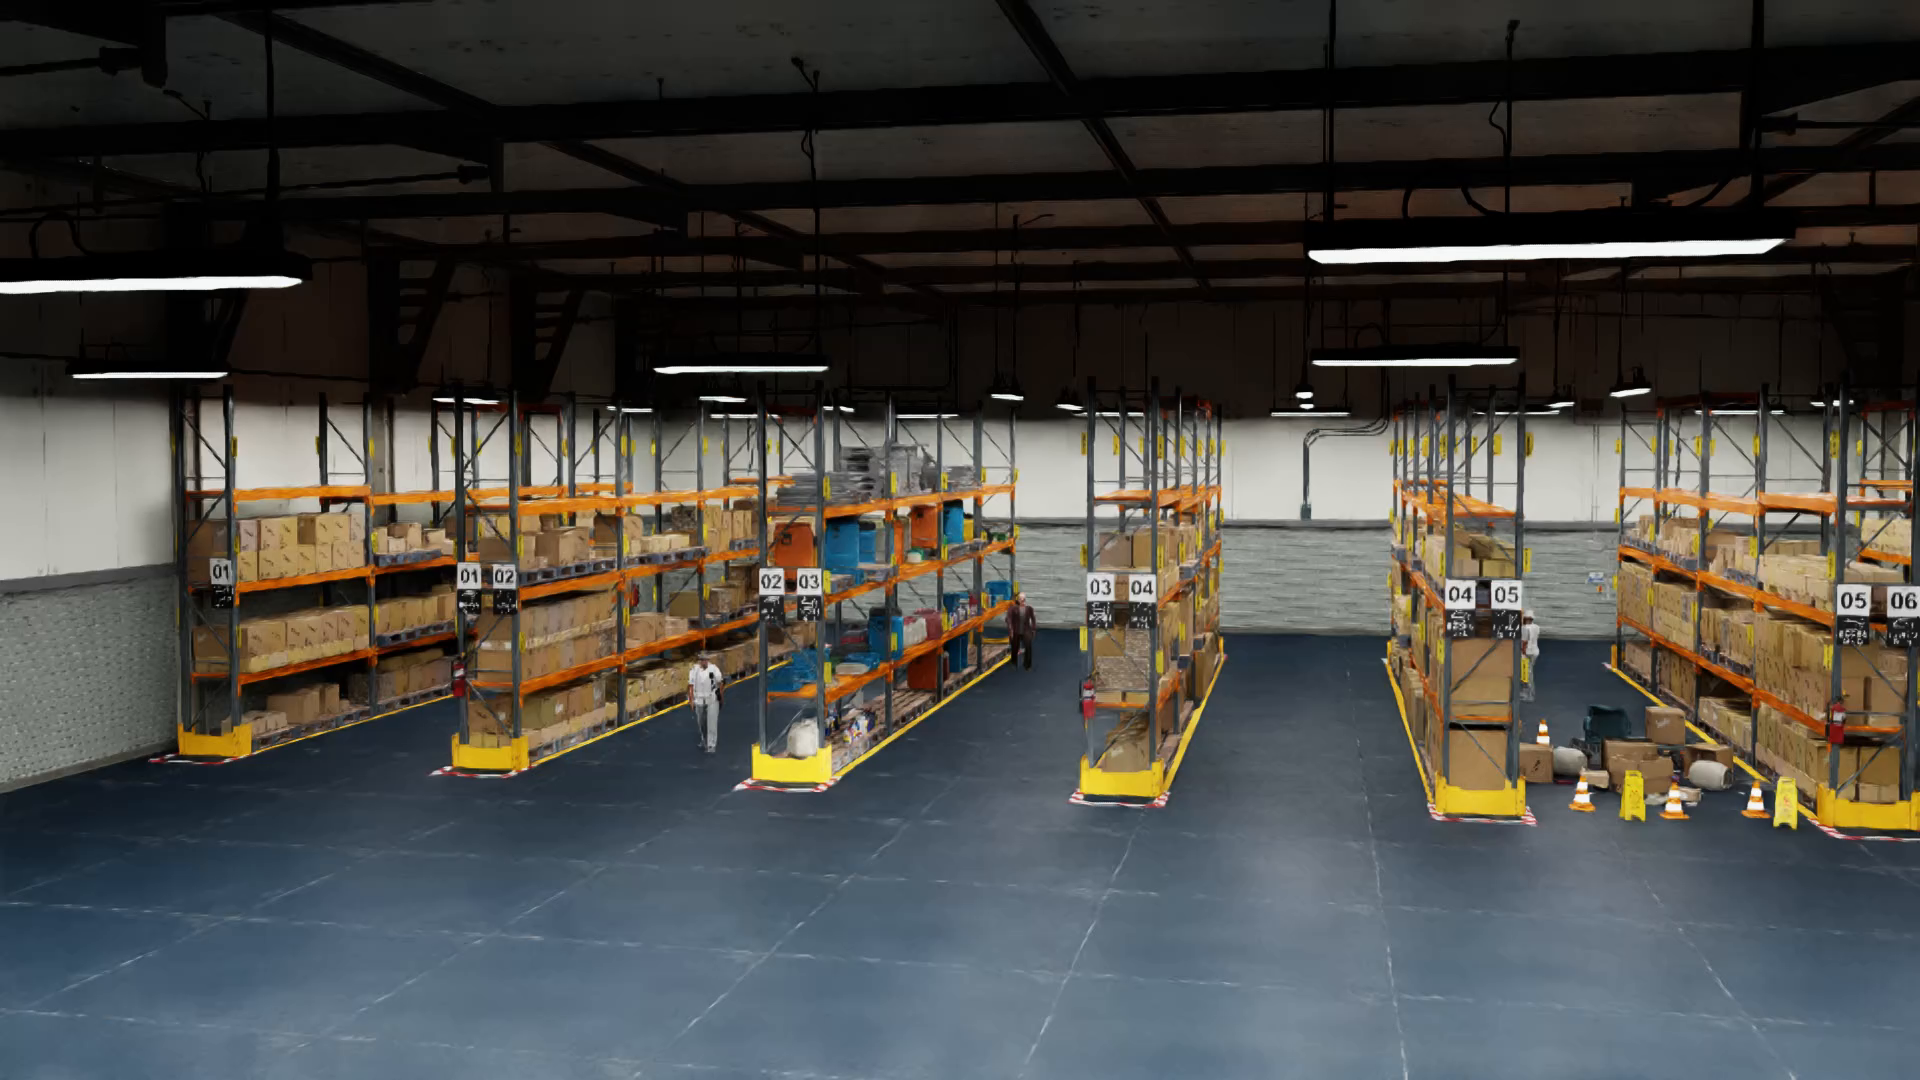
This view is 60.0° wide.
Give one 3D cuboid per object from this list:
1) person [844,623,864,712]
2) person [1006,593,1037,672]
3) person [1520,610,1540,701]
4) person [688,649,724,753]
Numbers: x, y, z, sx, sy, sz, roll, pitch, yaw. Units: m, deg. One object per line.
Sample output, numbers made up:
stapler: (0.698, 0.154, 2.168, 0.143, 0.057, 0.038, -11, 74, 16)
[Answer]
person: (-2.008, 2.395, 31.387, 0.570, 1.661, 0.592, 1, 4, 24)
person: (1.368, 2.046, 37.153, 0.728, 1.747, 0.763, 0, 3, -7)
person: (11.137, 2.260, 32.767, 0.498, 1.784, 0.614, 3, 4, 41)
person: (-4.176, 2.612, 27.273, 0.562, 1.684, 1.100, 0, 3, 3)
